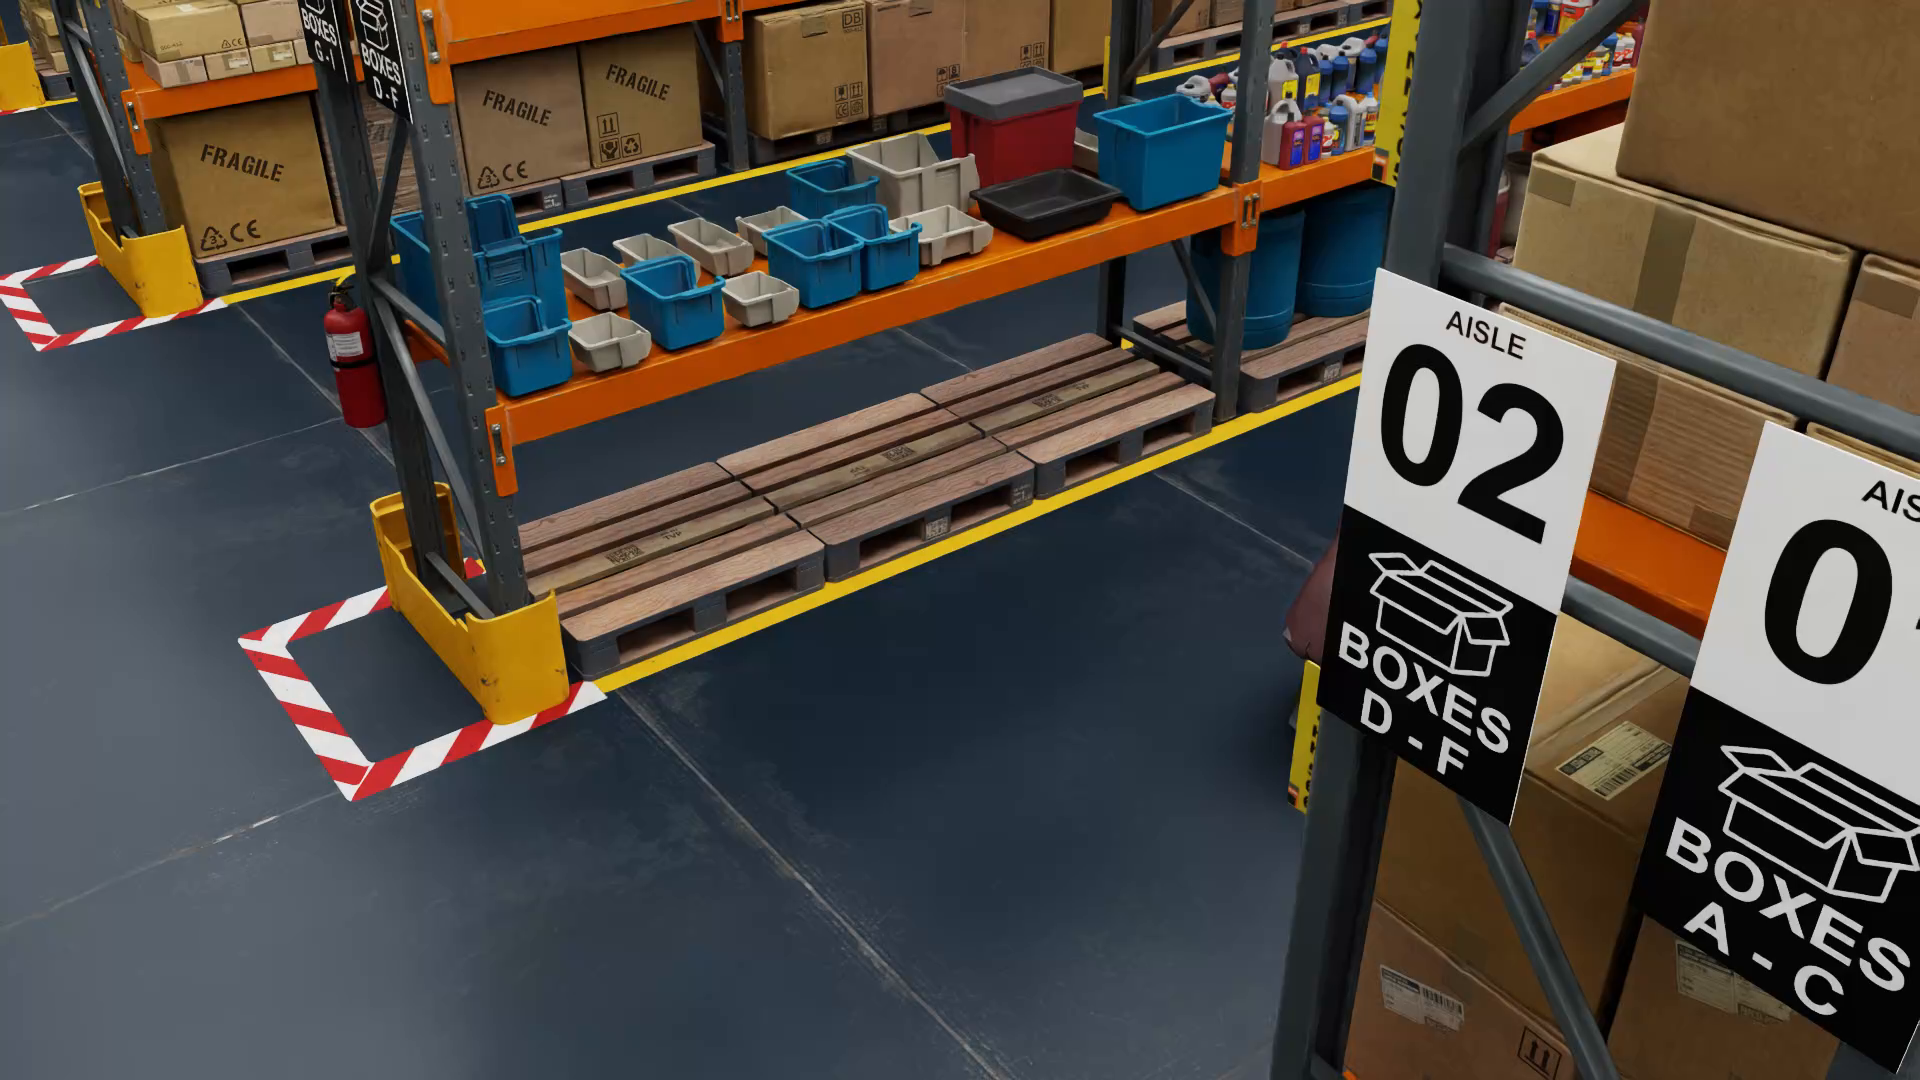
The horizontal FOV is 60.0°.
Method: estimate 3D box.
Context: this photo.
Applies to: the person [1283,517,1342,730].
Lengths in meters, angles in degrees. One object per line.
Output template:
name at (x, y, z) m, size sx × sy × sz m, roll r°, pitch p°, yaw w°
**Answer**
person at (1.620, 0.288, 6.448) m, size 0.904 × 0.976 × 0.609 m, roll -22°, pitch 38°, yaw -32°
